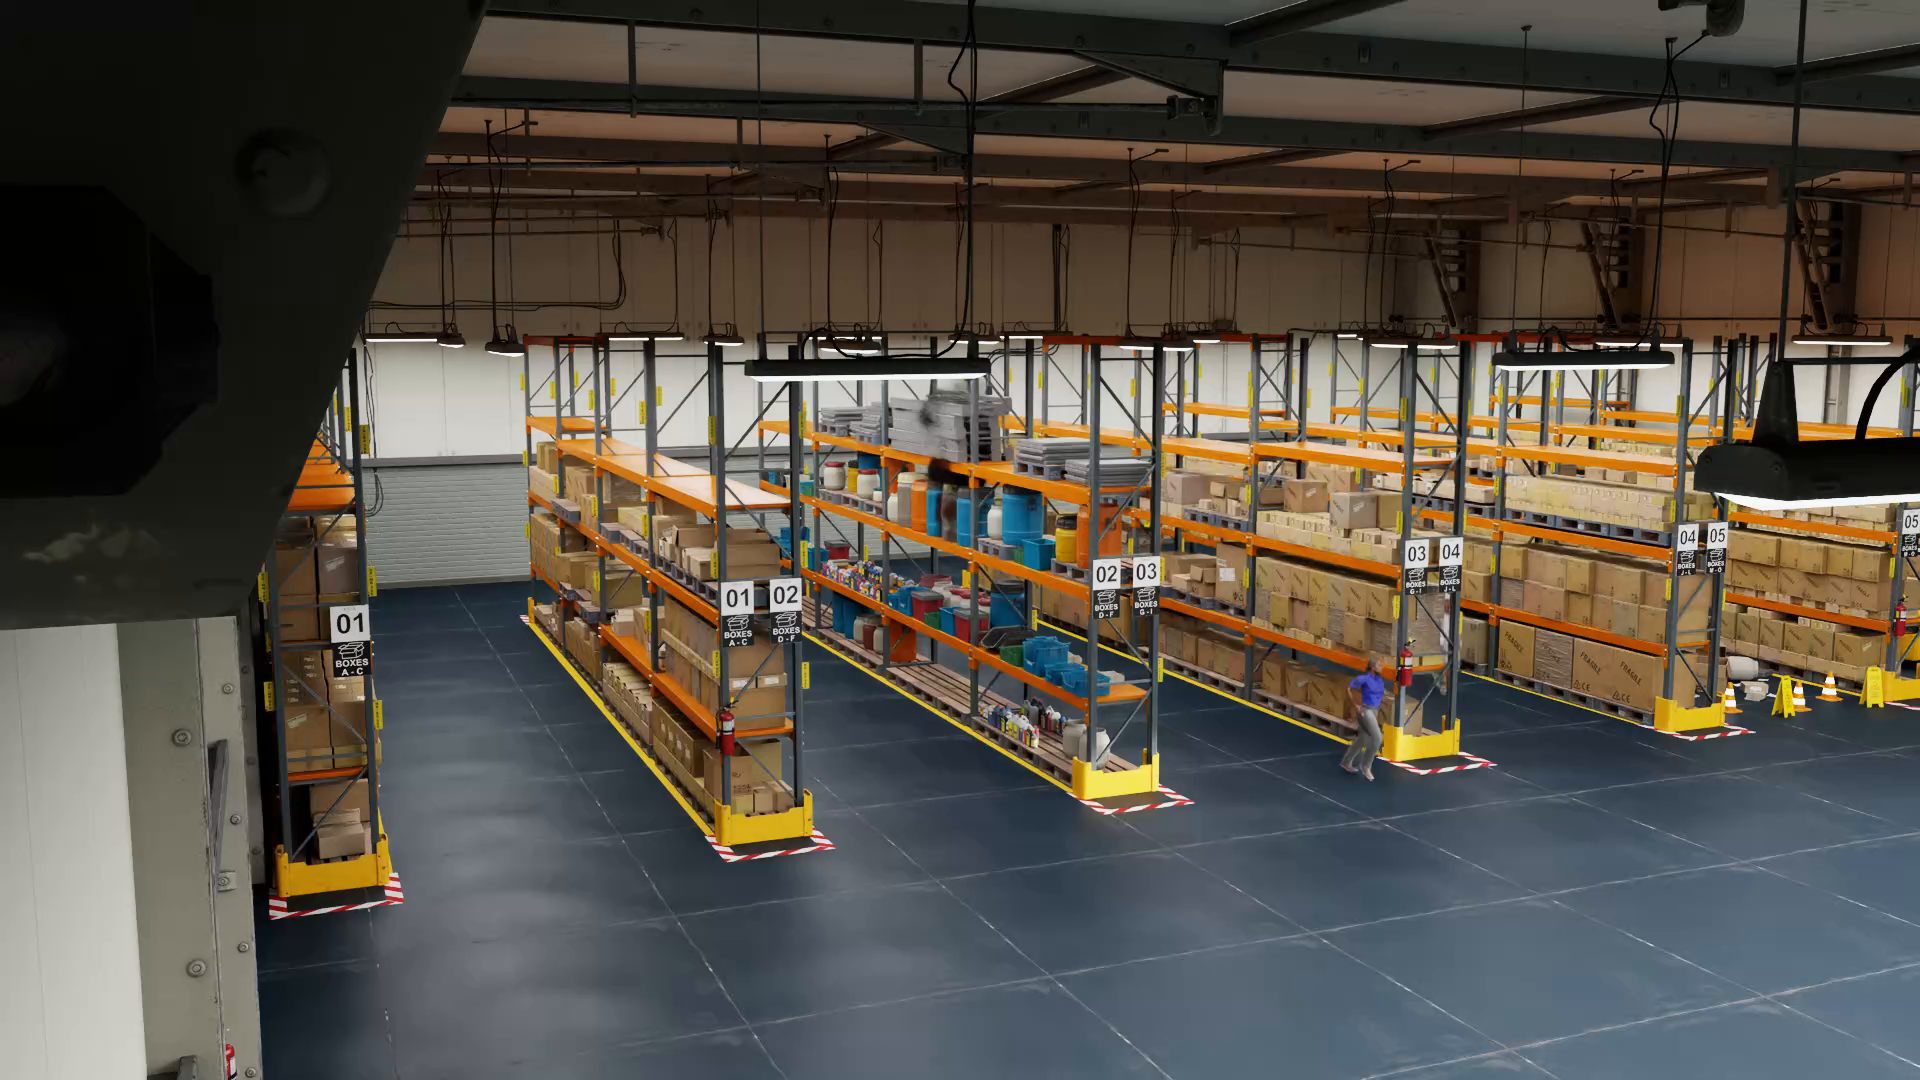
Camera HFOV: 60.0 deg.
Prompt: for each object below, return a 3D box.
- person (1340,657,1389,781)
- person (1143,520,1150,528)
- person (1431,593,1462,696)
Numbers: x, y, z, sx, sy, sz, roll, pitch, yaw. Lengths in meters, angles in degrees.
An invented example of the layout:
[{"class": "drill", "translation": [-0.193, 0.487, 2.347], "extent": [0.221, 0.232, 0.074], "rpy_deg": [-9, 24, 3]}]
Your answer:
[{"class": "person", "translation": [5.674, 2.467, 23.149], "extent": [0.660, 1.668, 0.580], "rpy_deg": [7, 10, 41]}, {"class": "person", "translation": [4.790, -0.050, 41.502], "extent": [0.917, 1.777, 0.745], "rpy_deg": [-5, 9, -34]}, {"class": "person", "translation": [8.127, 1.748, 28.001], "extent": [0.690, 1.747, 0.591], "rpy_deg": [-5, 9, -33]}]
